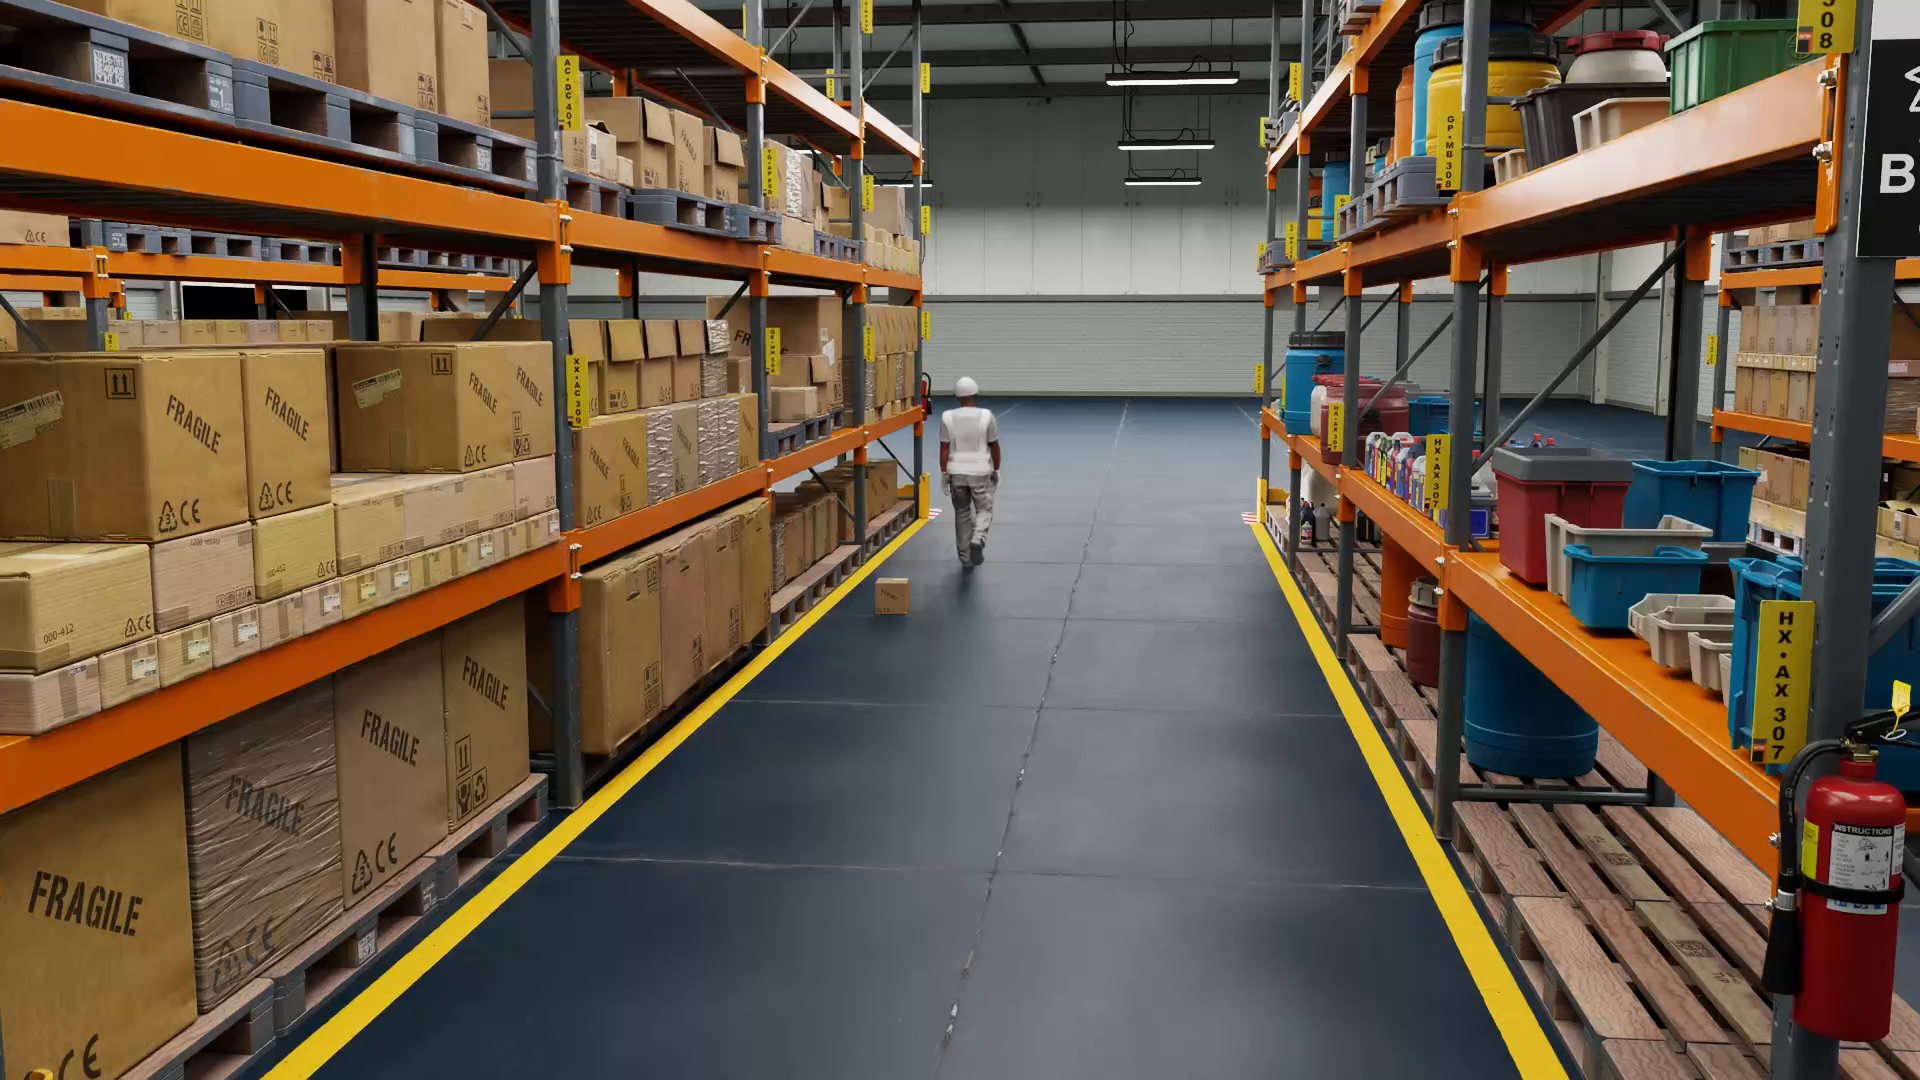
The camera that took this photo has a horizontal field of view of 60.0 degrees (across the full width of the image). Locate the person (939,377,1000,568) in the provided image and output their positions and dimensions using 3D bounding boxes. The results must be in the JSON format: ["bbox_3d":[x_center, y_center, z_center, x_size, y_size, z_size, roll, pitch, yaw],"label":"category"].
[{"bbox_3d":[0.090,-0.607,15.232,0.553,1.766,0.756,1,8,8],"label":"person"}]
